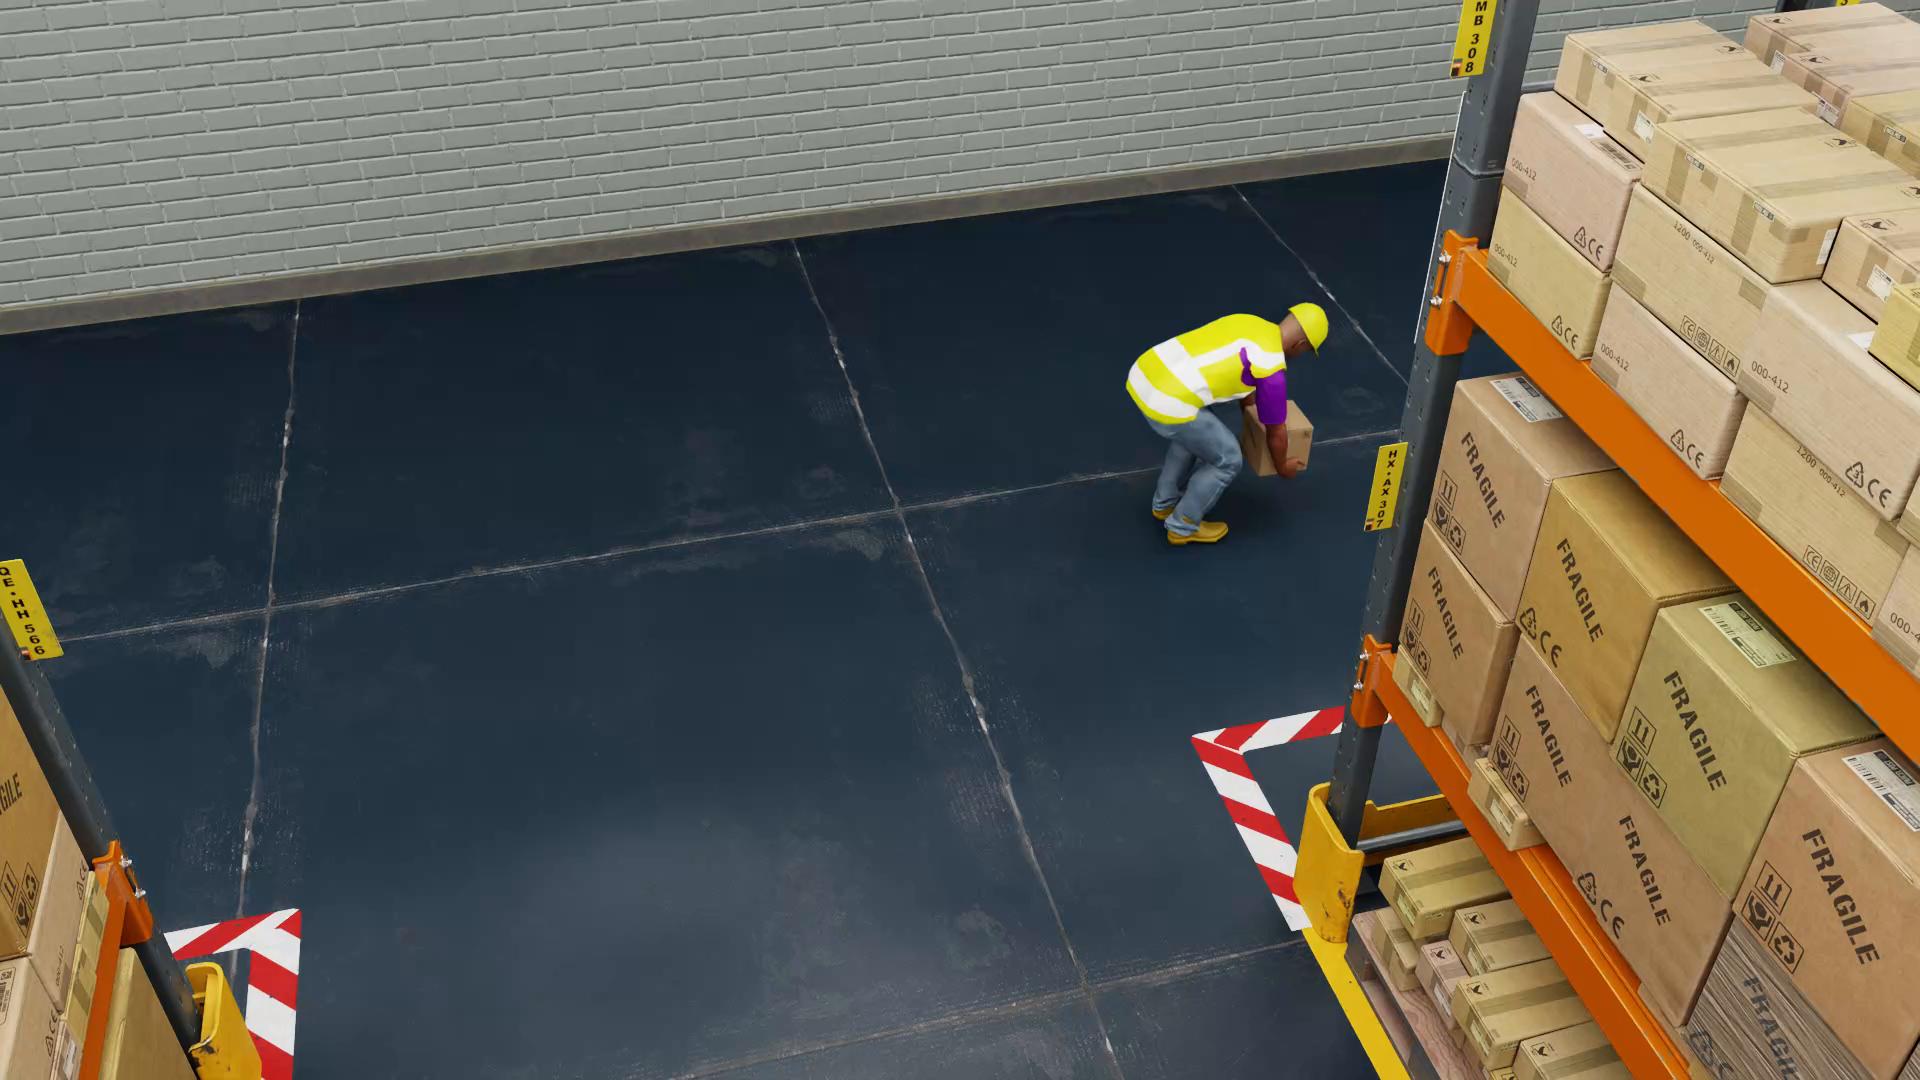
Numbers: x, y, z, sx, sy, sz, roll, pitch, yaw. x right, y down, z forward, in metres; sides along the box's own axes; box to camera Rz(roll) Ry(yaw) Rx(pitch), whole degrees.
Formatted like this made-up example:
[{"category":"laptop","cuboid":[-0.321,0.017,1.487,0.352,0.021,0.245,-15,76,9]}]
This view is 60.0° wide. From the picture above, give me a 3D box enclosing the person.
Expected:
[{"category":"person","cuboid":[1.255,-0.565,7.924,0.960,1.142,0.504,-11,39,-14]}]
